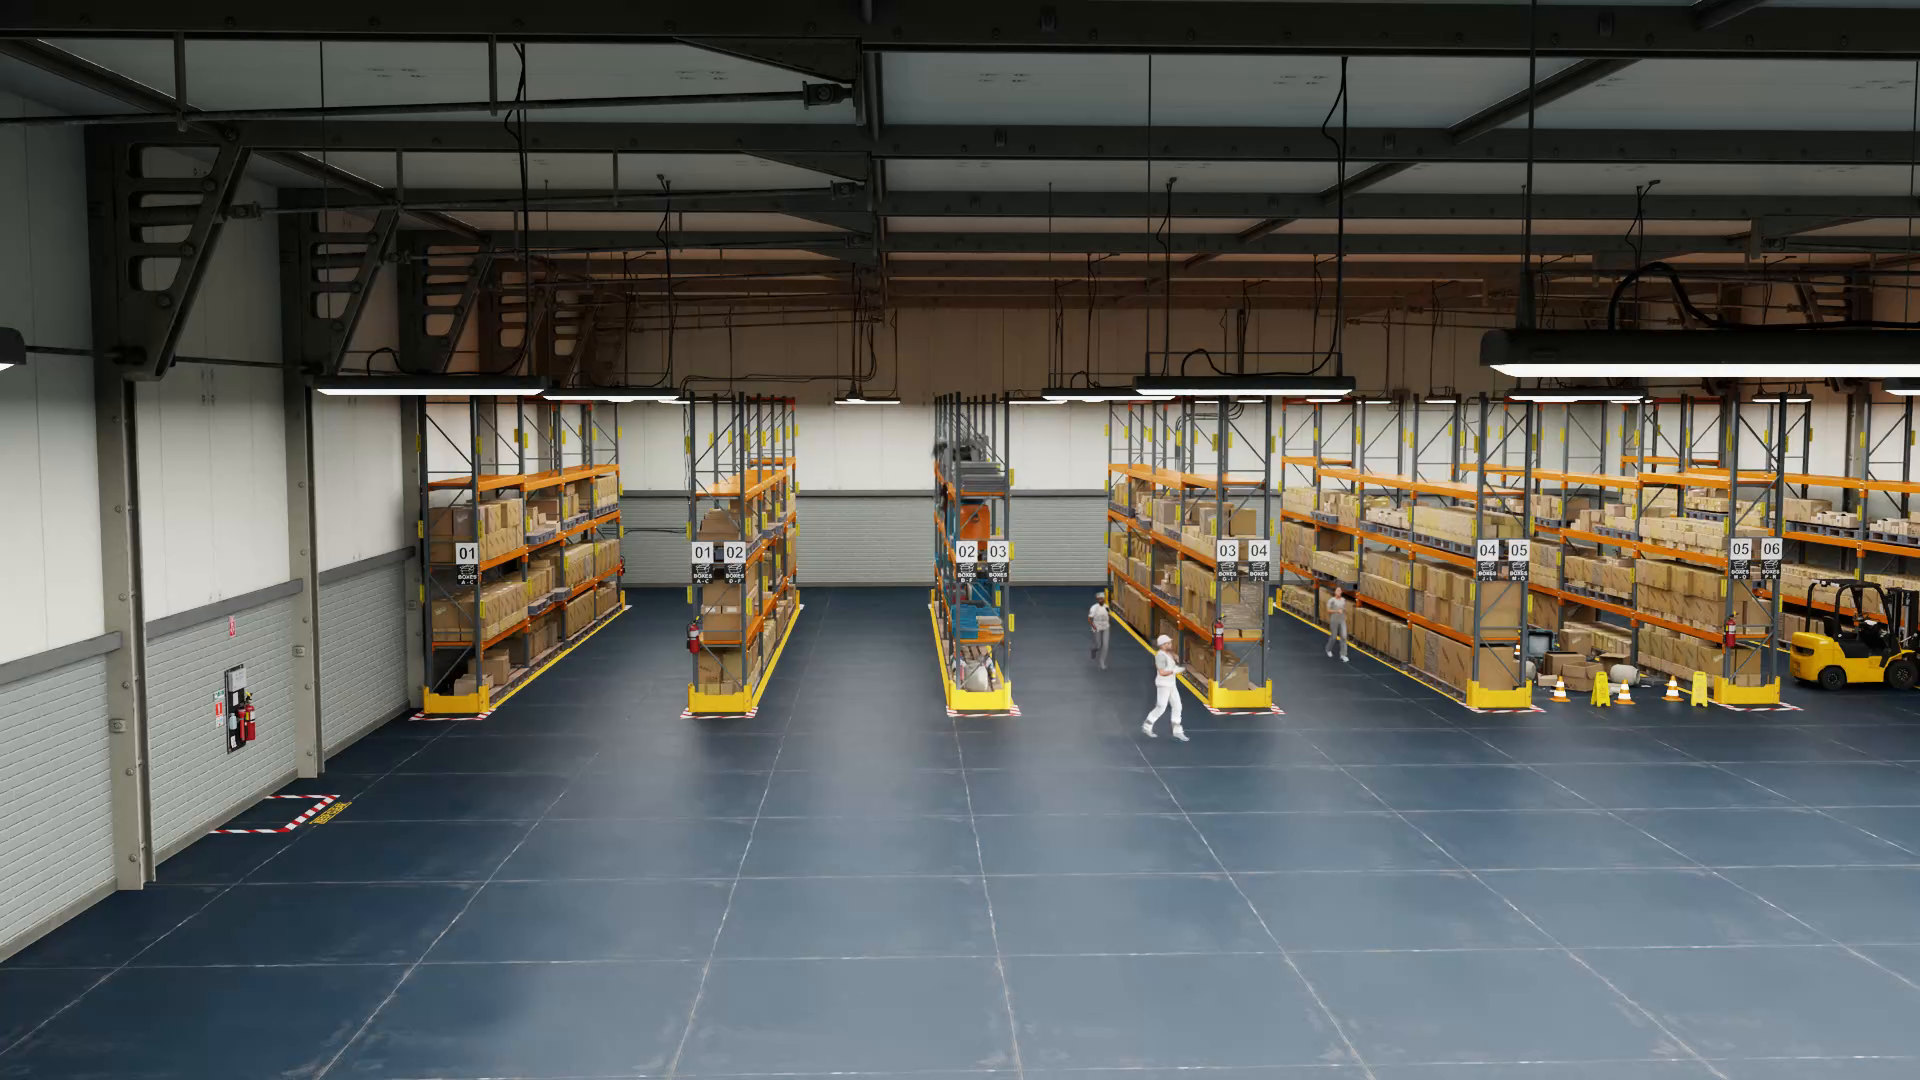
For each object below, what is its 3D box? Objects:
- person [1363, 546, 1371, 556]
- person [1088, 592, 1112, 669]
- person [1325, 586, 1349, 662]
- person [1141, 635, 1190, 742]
[{"bbox_3d":[12.073,1.005,49.086,0.721,1.650,0.509,0,5,-1],"label":"person"},{"bbox_3d":[3.085,1.971,36.644,0.555,1.680,0.711,-1,5,-14],"label":"person"},{"bbox_3d":[8.505,1.857,37.448,0.570,1.664,0.908,-1,5,-14],"label":"person"},{"bbox_3d":[3.513,2.529,28.432,0.828,1.819,0.639,2,5,25],"label":"person"}]
